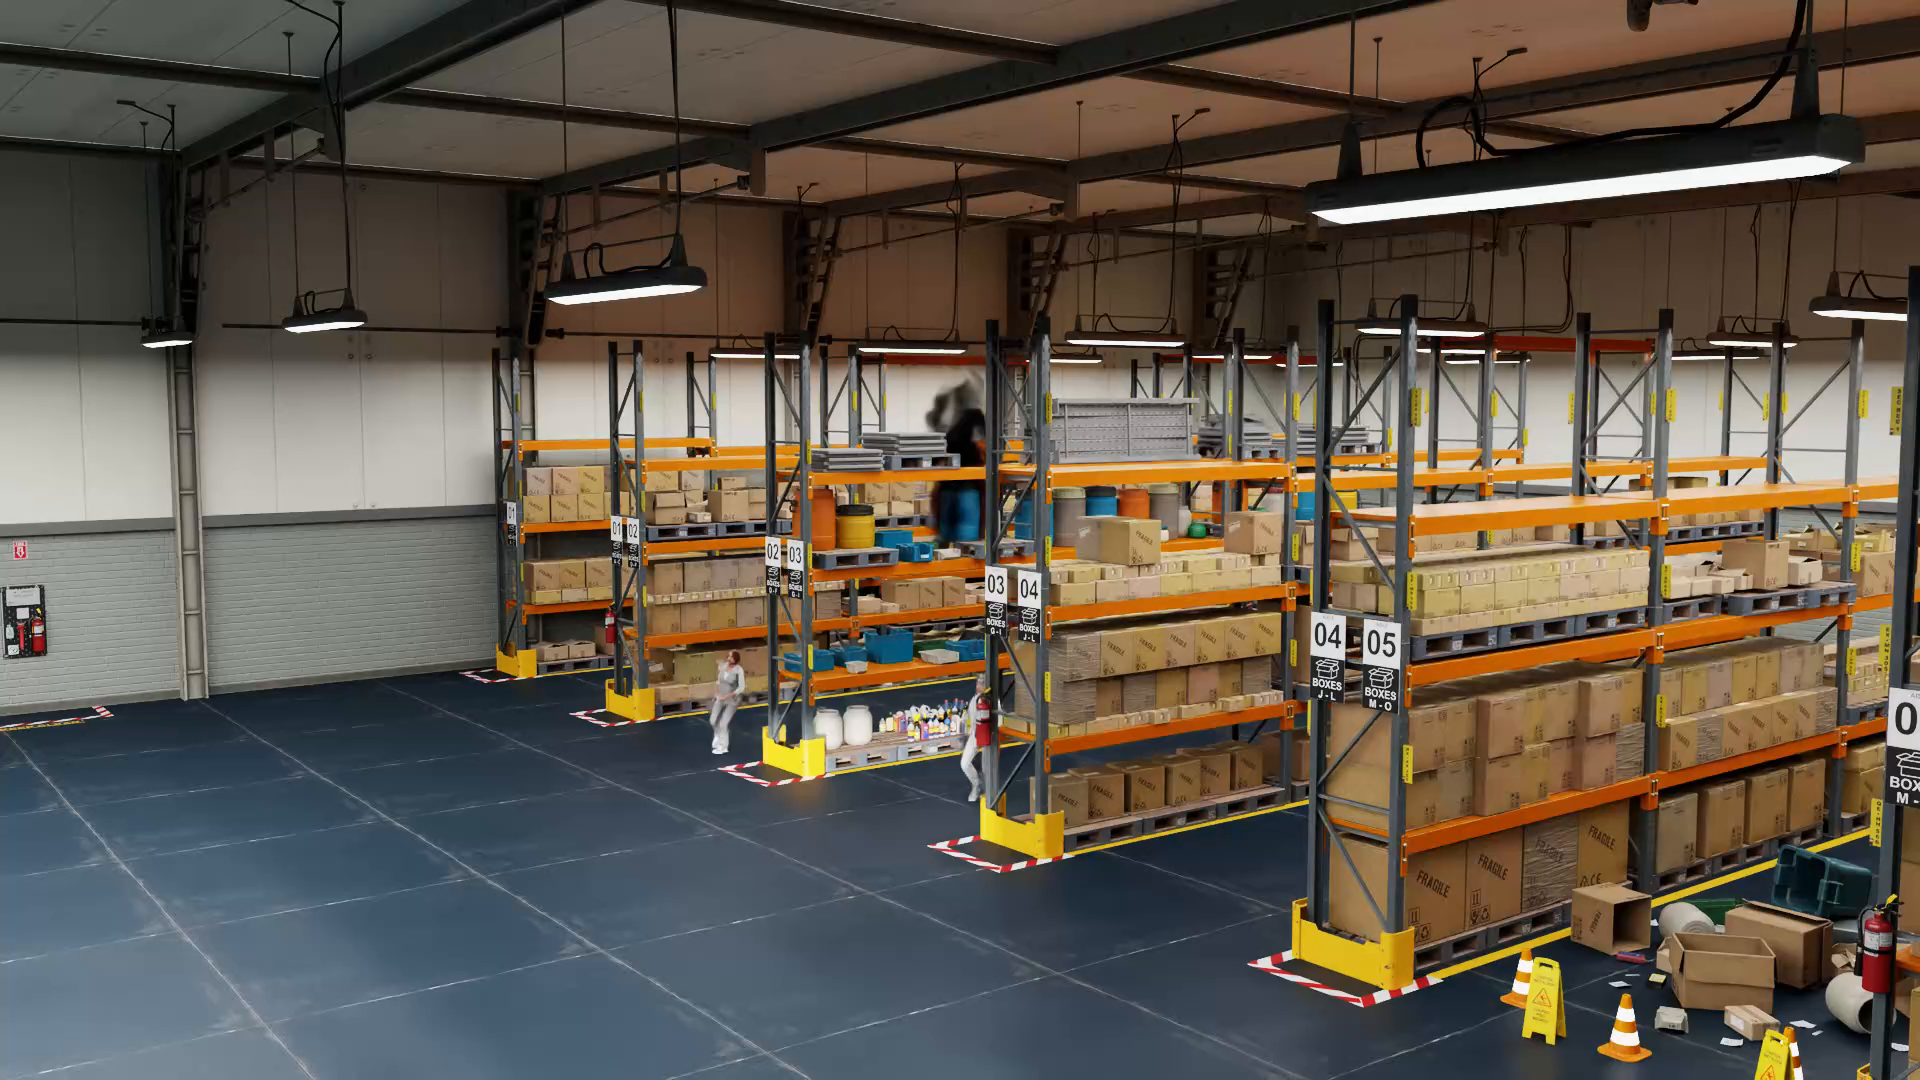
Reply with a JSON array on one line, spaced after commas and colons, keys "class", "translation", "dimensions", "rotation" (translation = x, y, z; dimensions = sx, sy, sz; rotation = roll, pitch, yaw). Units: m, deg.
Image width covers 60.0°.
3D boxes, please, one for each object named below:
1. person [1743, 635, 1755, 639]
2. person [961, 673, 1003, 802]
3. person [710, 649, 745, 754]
[{"class": "person", "translation": [11.353, 2.237, 23.876], "dimensions": [0.564, 1.756, 0.712], "rotation": [5, 7, 45]}, {"class": "person", "translation": [0.280, 2.499, 20.928], "dimensions": [0.617, 1.677, 0.624], "rotation": [4, 7, 39]}, {"class": "person", "translation": [-3.326, 2.315, 23.703], "dimensions": [0.552, 1.528, 0.531], "rotation": [2, 5, 21]}]
